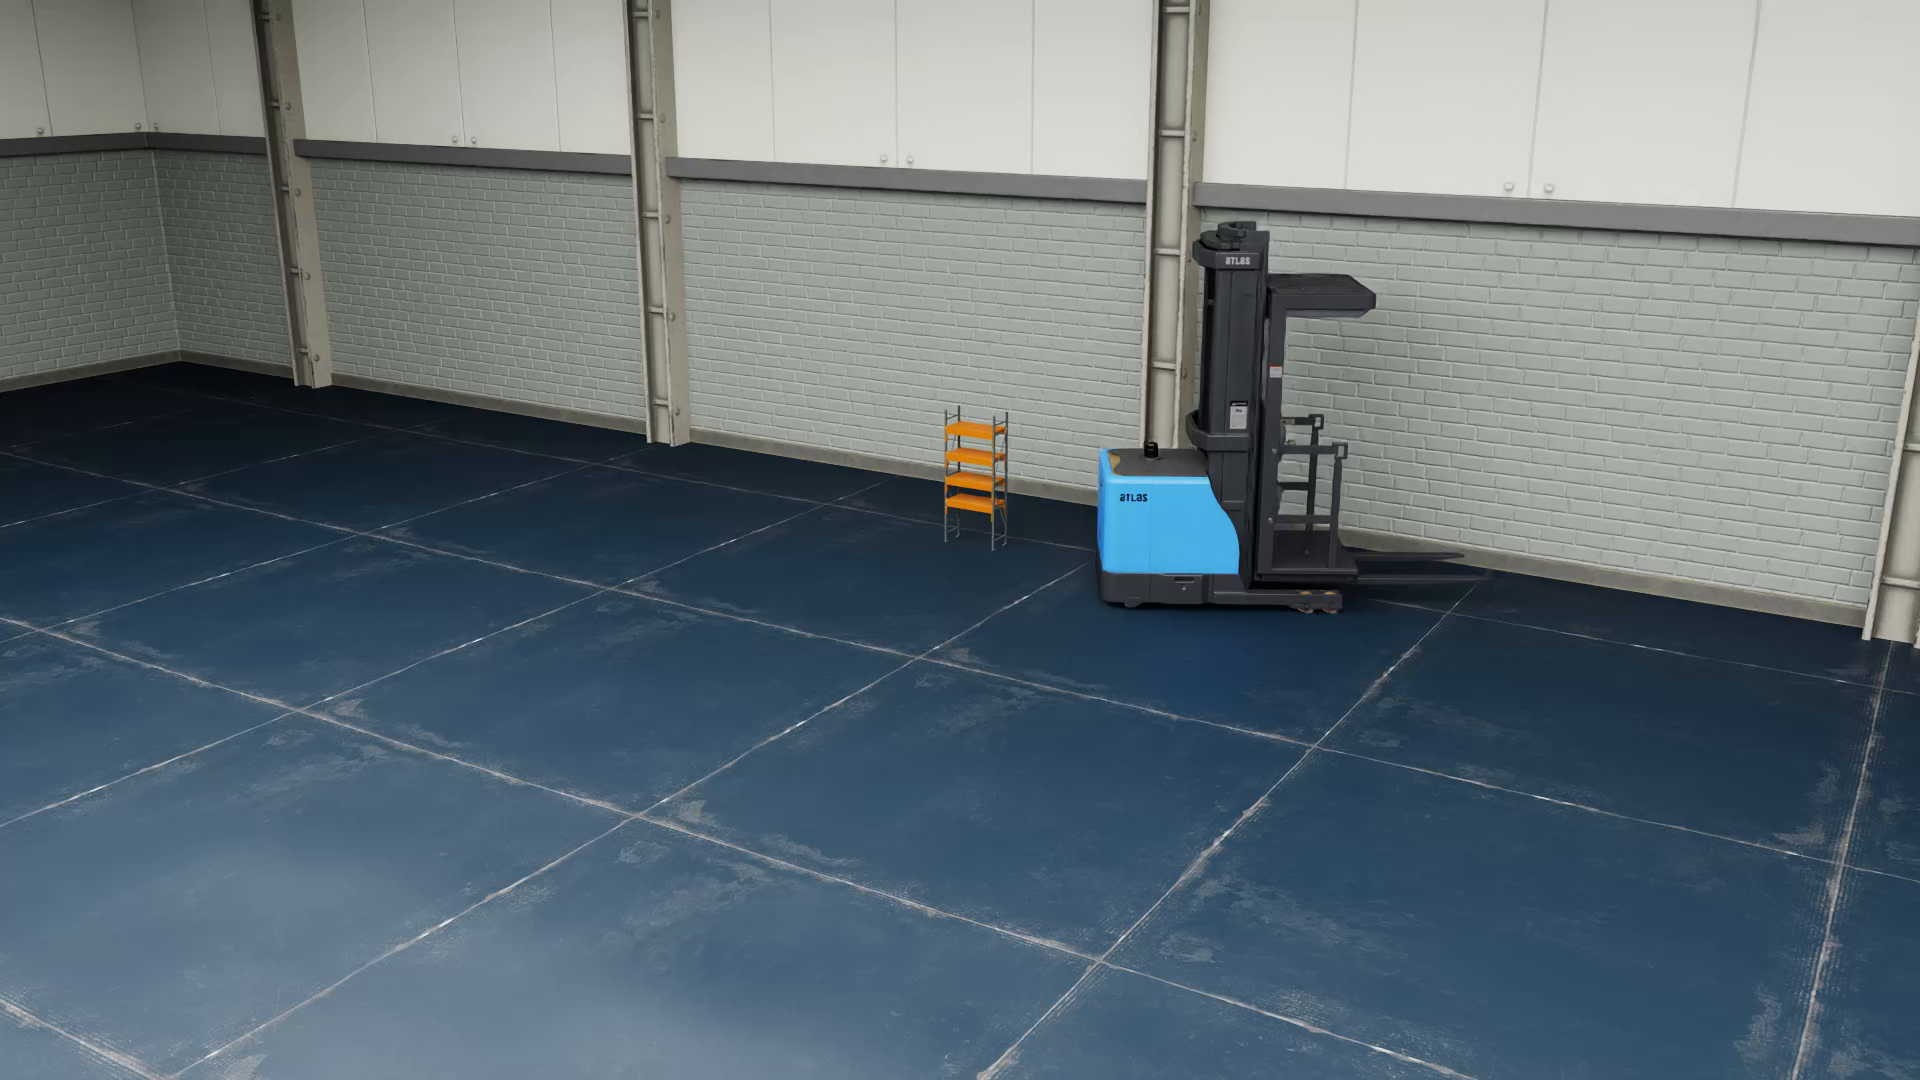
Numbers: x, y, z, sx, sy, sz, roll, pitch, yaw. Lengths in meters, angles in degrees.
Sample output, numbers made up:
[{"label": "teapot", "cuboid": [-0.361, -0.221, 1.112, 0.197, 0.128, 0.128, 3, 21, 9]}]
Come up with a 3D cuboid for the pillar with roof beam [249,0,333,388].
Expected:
[{"label": "pillar with roof beam", "cuboid": [-10.595, -5.245, 16.666, 0.400, 9.000, 9.100, 10, 20, 30]}]

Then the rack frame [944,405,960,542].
[{"label": "rack frame", "cuboid": [-0.067, -0.586, 14.746, 0.015, 1.200, 0.240, 10, 20, 30]}]

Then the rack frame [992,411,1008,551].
[{"label": "rack frame", "cuboid": [0.349, -0.512, 14.502, 0.015, 1.200, 0.240, 10, 20, 30]}]

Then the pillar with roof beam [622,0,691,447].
[{"label": "pillar with roof beam", "cuboid": [-5.482, -4.332, 13.661, 0.400, 9.000, 9.100, 10, 20, 30]}]

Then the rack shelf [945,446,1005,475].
[{"label": "rack shelf", "cuboid": [0.141, -0.699, 14.578, 0.480, 0.148, 0.258, 10, 20, 30]}]

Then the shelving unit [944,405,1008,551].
[{"label": "shelving unit", "cuboid": [0.141, -0.549, 14.624, 0.503, 1.200, 0.258, 10, 20, 30]}]

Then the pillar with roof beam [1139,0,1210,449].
[{"label": "pillar with roof beam", "cuboid": [-0.369, -3.420, 10.657, 0.400, 9.000, 9.100, 10, 20, 30]}]

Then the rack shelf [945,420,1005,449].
[{"label": "rack shelf", "cuboid": [0.141, -0.925, 14.510, 0.480, 0.148, 0.258, 10, 20, 30]}]

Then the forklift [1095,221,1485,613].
[{"label": "forklift", "cuboid": [2.634, -0.987, 13.088, 3.031, 2.935, 1.130, 0, 17, 1]}]

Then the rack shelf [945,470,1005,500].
[{"label": "rack shelf", "cuboid": [0.141, -0.485, 14.643, 0.480, 0.148, 0.258, 10, 20, 30]}]

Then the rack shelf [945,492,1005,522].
[{"label": "rack shelf", "cuboid": [0.141, -0.295, 14.701, 0.480, 0.148, 0.258, 10, 20, 30]}]

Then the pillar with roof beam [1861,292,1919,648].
[{"label": "pillar with roof beam", "cuboid": [4.744, -2.507, 7.652, 0.400, 9.000, 9.100, 10, 20, 30]}]
